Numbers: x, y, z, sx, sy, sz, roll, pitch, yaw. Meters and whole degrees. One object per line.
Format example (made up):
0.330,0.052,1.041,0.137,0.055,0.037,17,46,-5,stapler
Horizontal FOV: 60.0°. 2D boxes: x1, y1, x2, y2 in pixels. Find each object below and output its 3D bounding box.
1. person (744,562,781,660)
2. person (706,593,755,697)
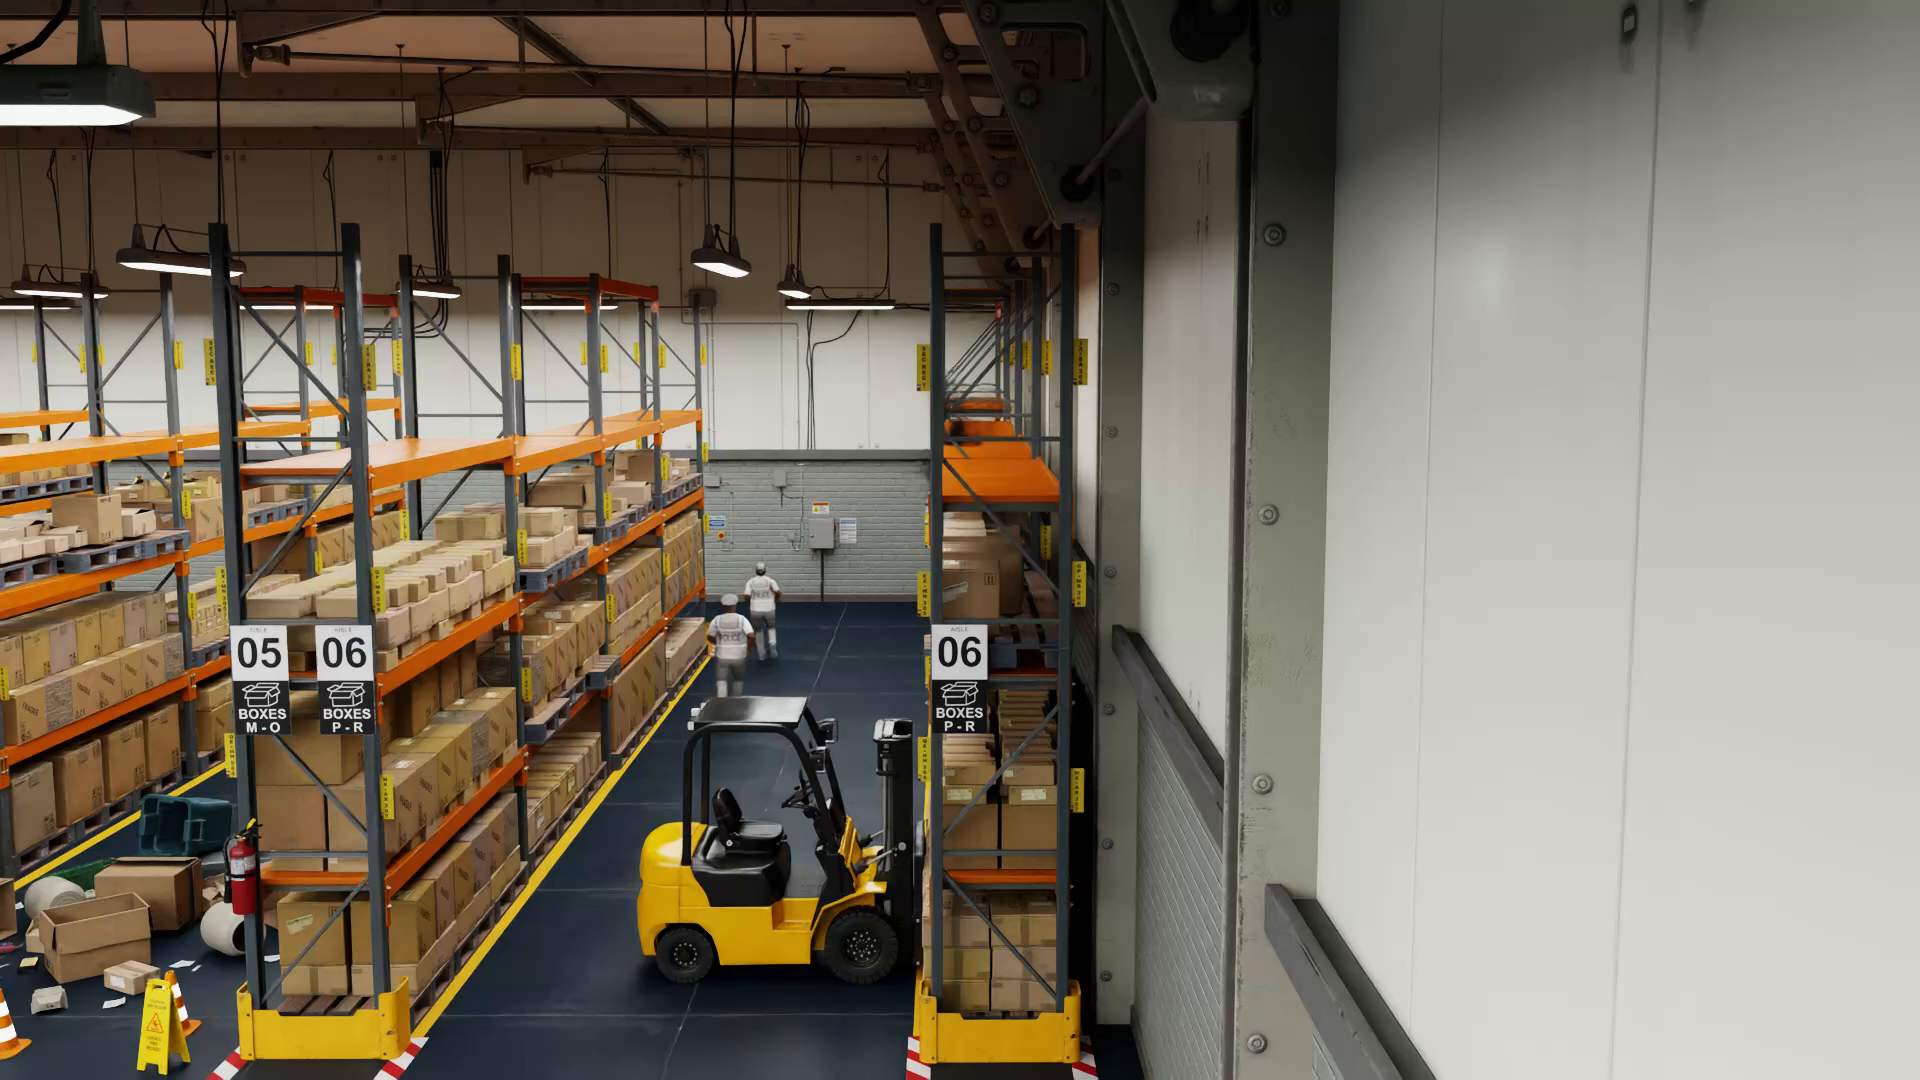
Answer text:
-3.265,1.170,27.453,0.603,1.608,0.542,-1,7,-8,person
-3.172,1.609,23.074,0.674,1.746,0.821,0,7,-4,person
